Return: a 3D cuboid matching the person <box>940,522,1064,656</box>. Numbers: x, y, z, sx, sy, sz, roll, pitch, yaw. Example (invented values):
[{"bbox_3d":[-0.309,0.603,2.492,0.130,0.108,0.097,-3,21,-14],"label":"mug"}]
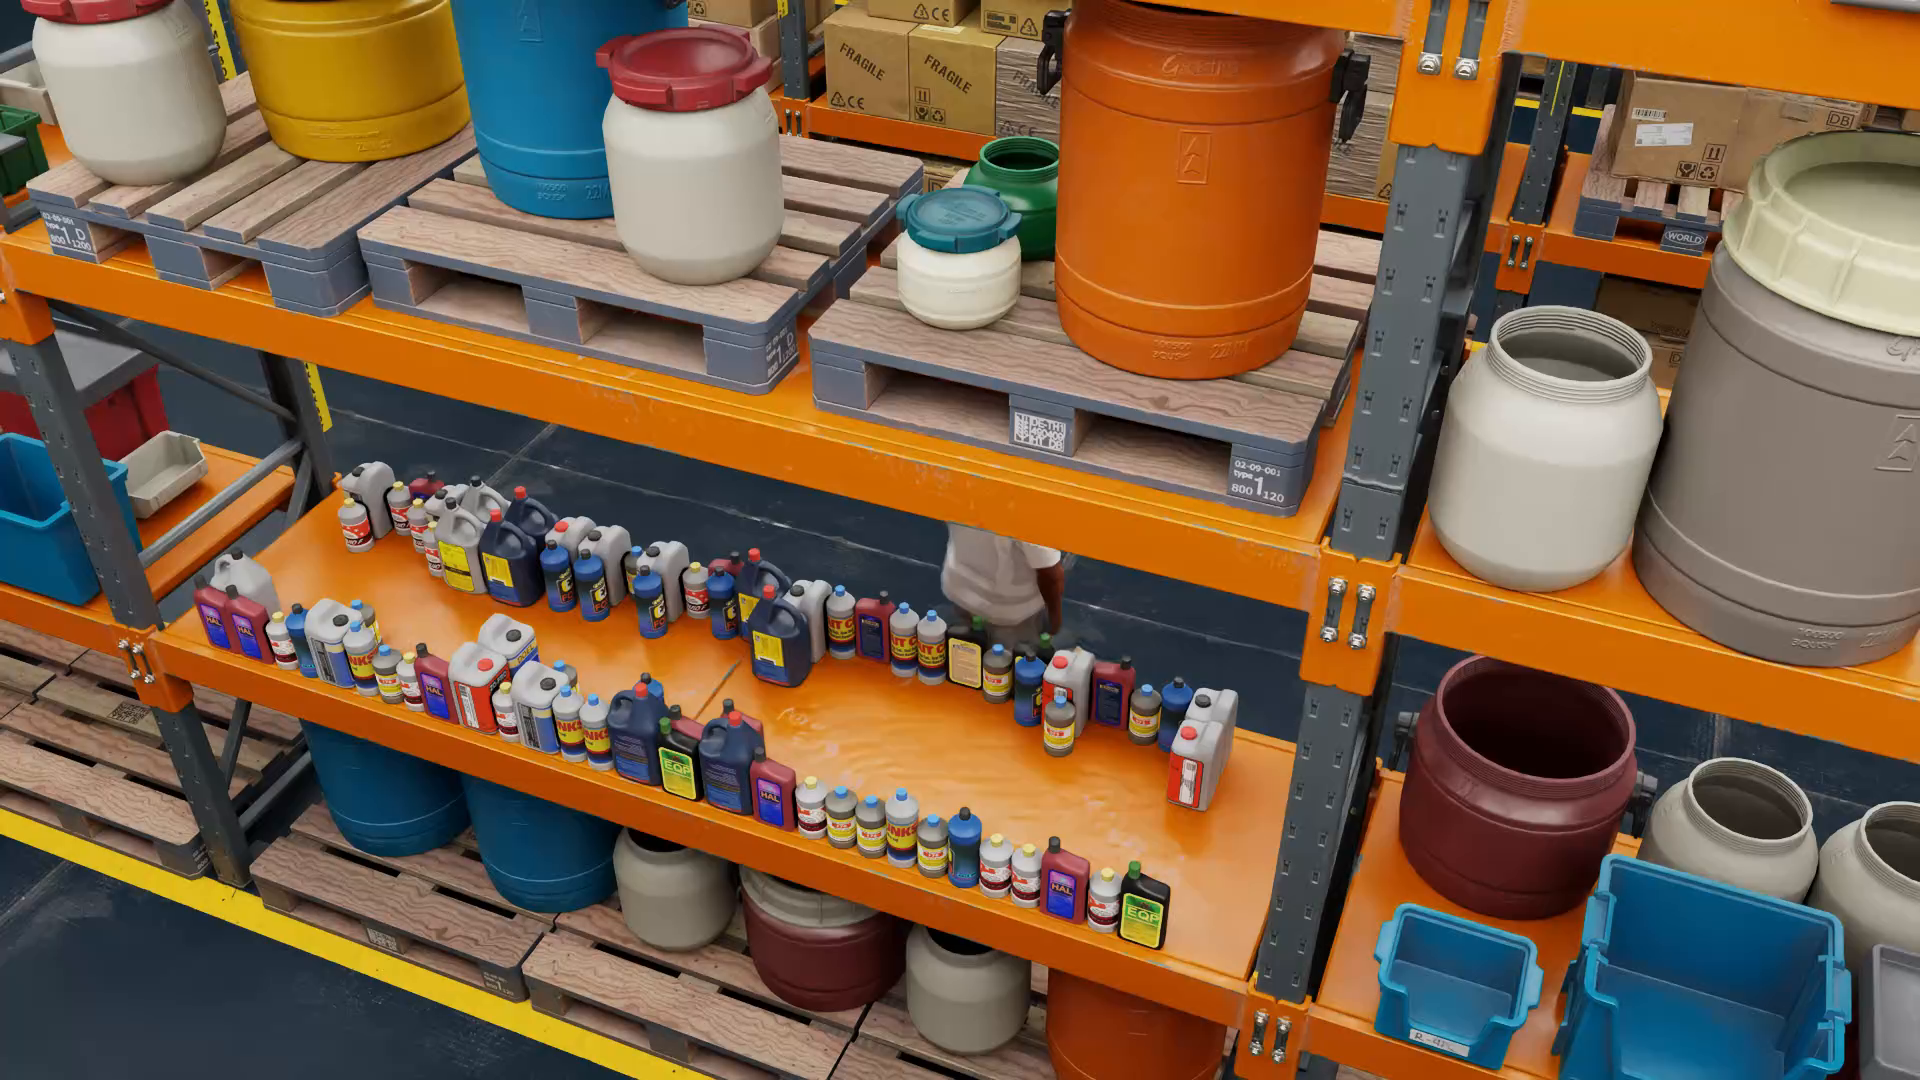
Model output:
[{"bbox_3d":[0.201,0.205,6.493,0.600,1.775,0.452,28,45,32],"label":"person"}]
